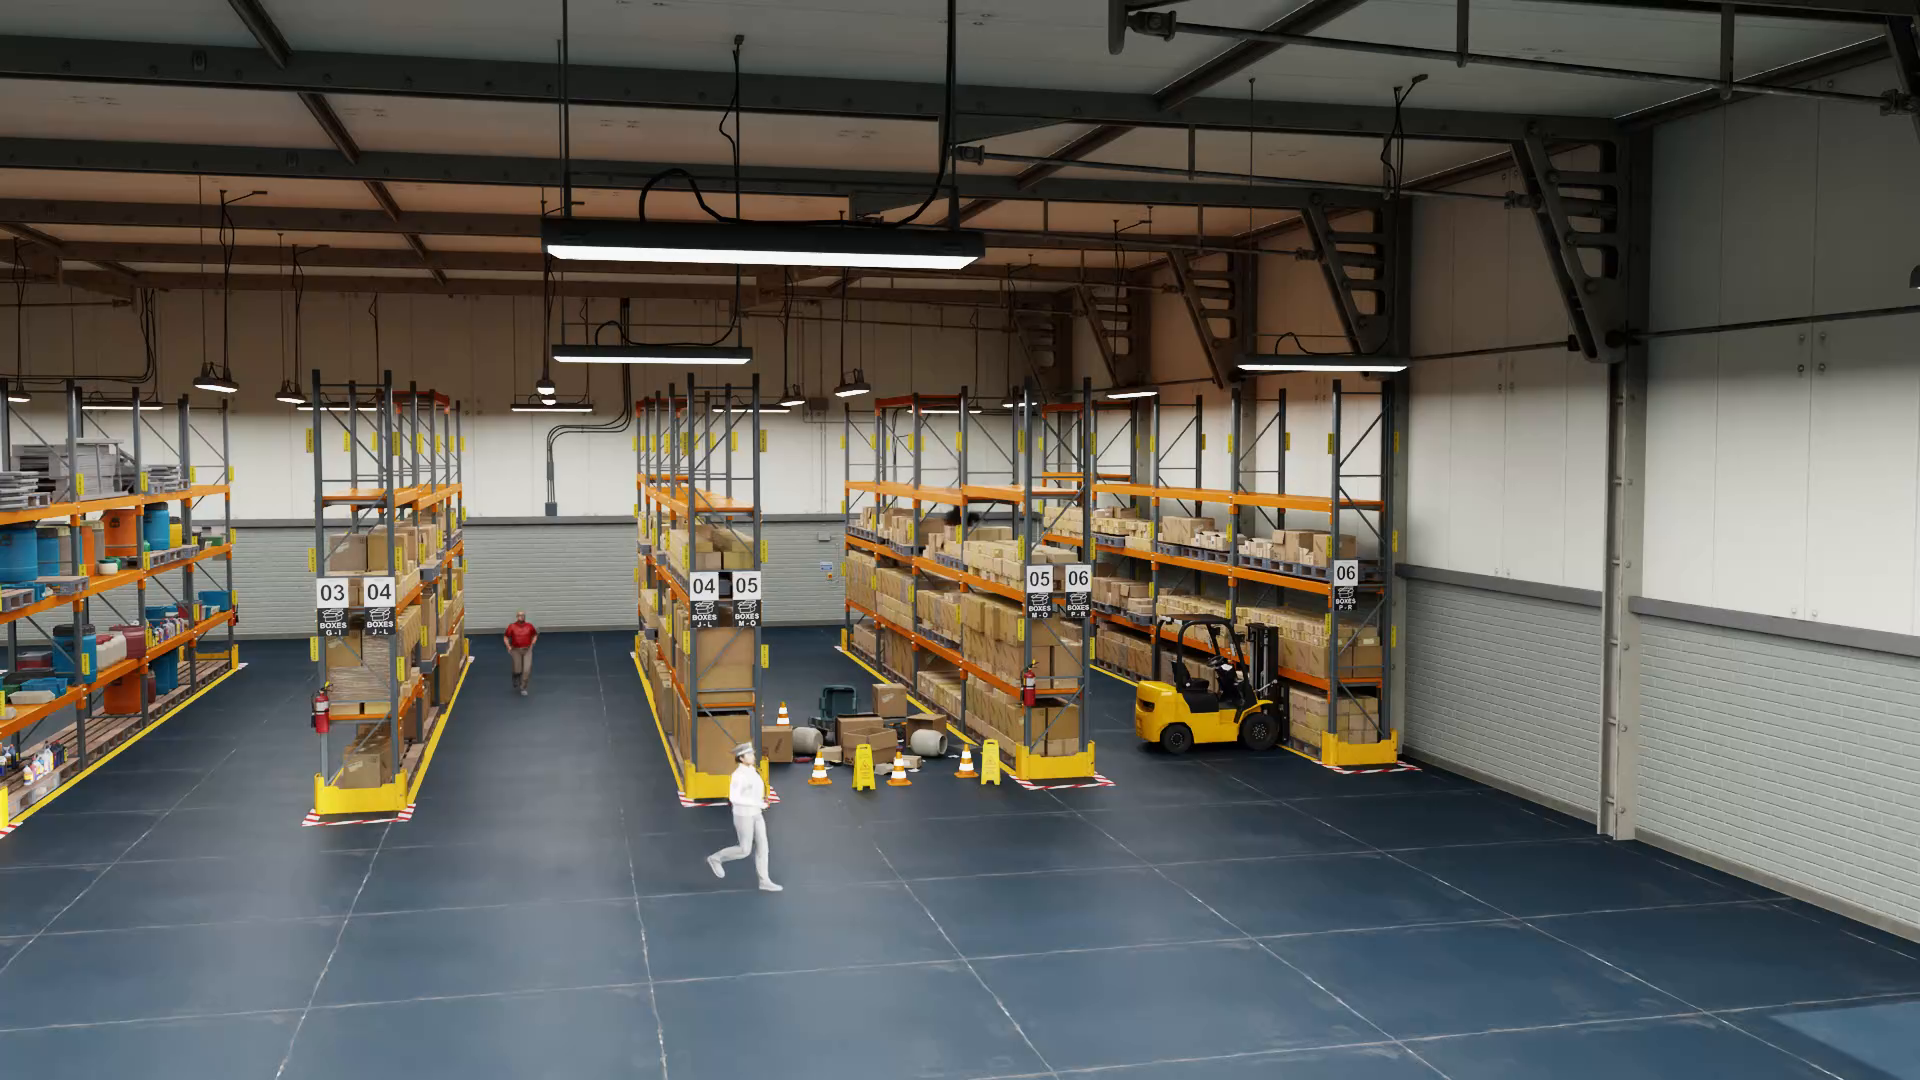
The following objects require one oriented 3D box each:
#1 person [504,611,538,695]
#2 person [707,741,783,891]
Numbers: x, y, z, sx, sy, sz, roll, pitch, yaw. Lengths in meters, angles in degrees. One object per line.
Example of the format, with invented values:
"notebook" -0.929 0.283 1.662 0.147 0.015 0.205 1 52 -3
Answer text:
"person" -8.769 2.250 33.251 0.664 1.684 0.602 -1 4 -24
"person" -2.390 3.076 18.610 0.890 1.669 0.618 1 3 19
